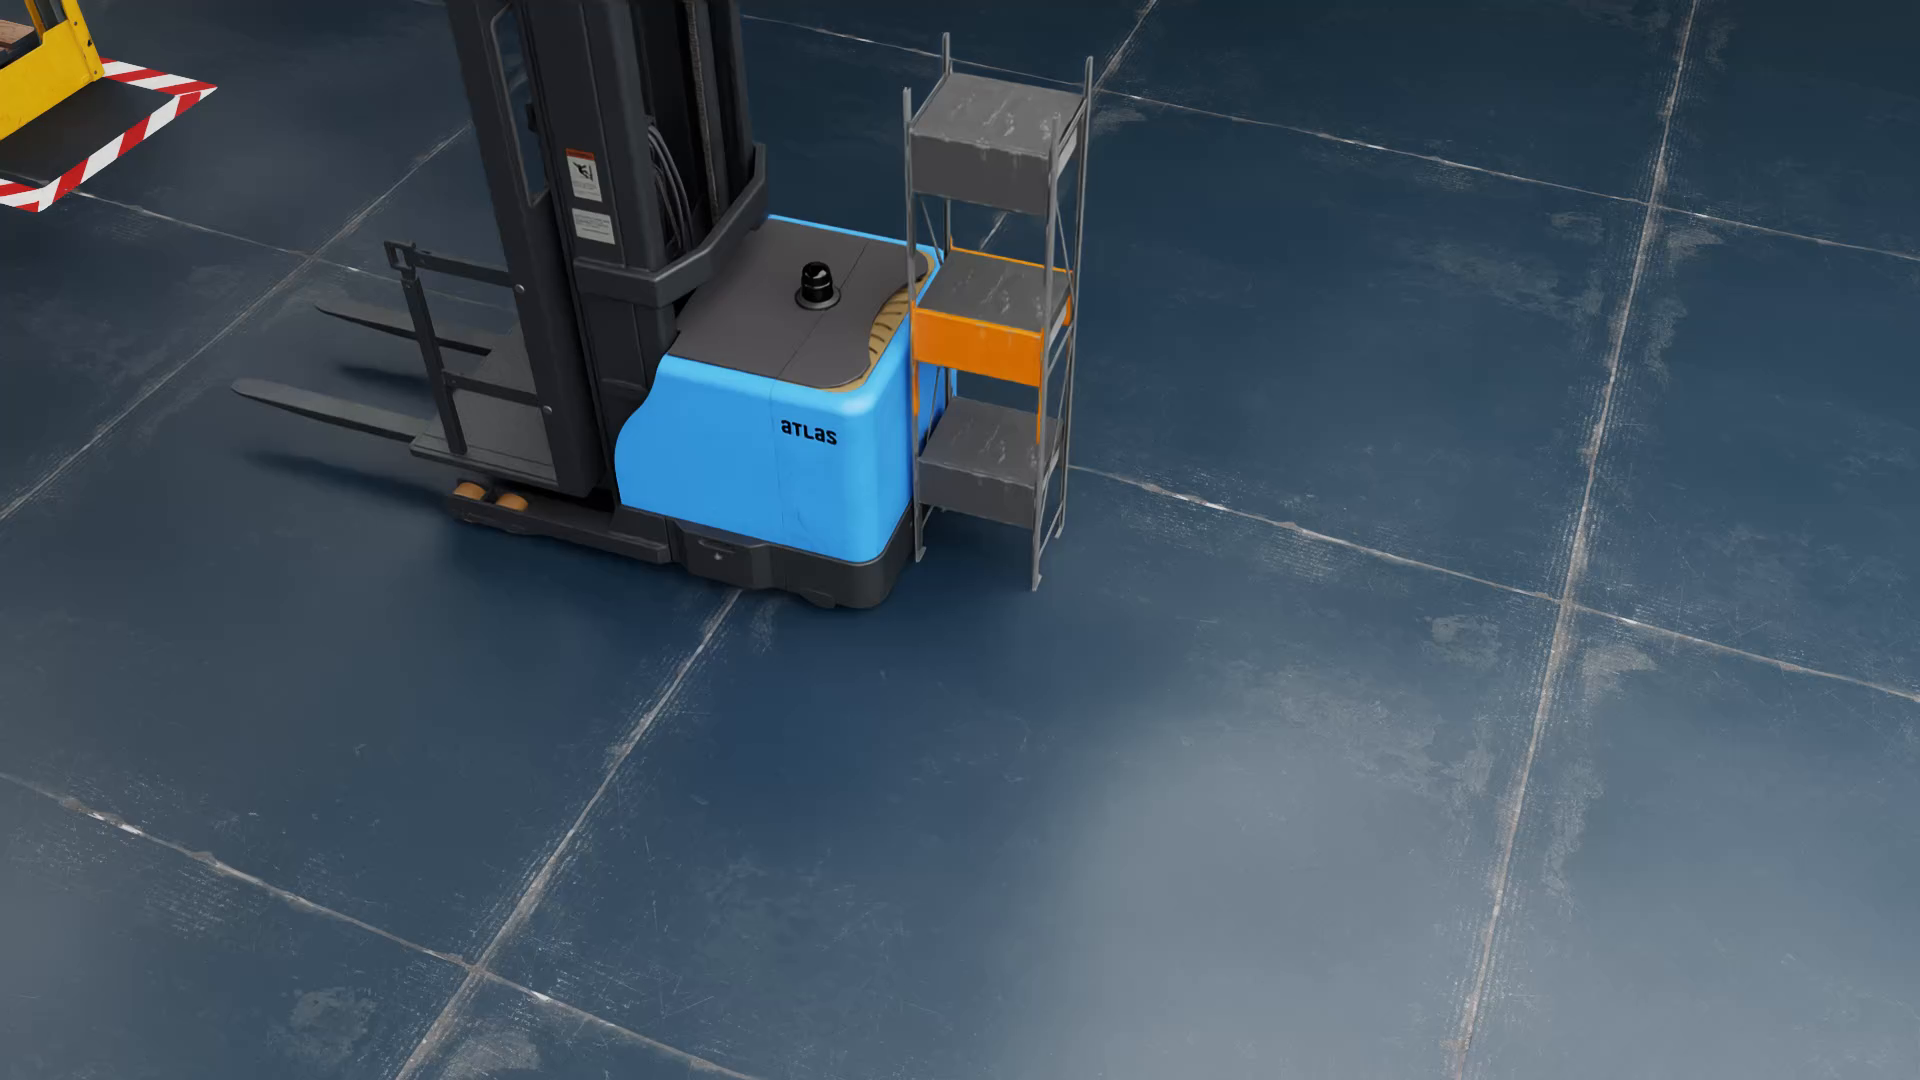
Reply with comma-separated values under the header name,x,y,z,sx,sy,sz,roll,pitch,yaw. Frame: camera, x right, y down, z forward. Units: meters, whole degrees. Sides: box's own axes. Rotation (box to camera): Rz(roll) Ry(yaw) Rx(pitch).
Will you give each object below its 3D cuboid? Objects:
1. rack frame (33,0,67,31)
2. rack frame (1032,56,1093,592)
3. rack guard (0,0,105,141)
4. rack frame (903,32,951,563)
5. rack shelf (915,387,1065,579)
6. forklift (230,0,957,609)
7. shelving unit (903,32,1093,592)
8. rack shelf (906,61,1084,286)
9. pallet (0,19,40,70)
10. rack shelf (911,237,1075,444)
name,x,y,z,sx,sy,sz,roll,pitch,yaw
rack frame,-5.127,-3.364,8.004,0.127,3.000,1.000,16,47,16
rack frame,0.355,-0.673,5.937,0.015,2.100,0.400,14,46,13
rack guard,-5.197,-2.499,8.907,0.348,0.500,1.175,16,47,16
rack frame,-0.106,-0.785,6.051,0.015,2.100,0.400,14,46,13
rack shelf,0.124,-0.223,6.497,0.480,0.518,0.431,14,46,13
forklift,-1.573,-1.403,6.082,3.031,2.935,1.130,14,46,13
shelving unit,0.124,-0.729,5.994,0.503,2.100,0.431,14,46,13
rack shelf,0.124,-1.216,5.510,0.480,0.518,0.431,14,46,13
pallet,-5.933,-2.640,9.254,1.213,0.211,1.003,16,47,16
rack shelf,0.124,-0.719,6.004,0.480,0.518,0.431,14,46,13
